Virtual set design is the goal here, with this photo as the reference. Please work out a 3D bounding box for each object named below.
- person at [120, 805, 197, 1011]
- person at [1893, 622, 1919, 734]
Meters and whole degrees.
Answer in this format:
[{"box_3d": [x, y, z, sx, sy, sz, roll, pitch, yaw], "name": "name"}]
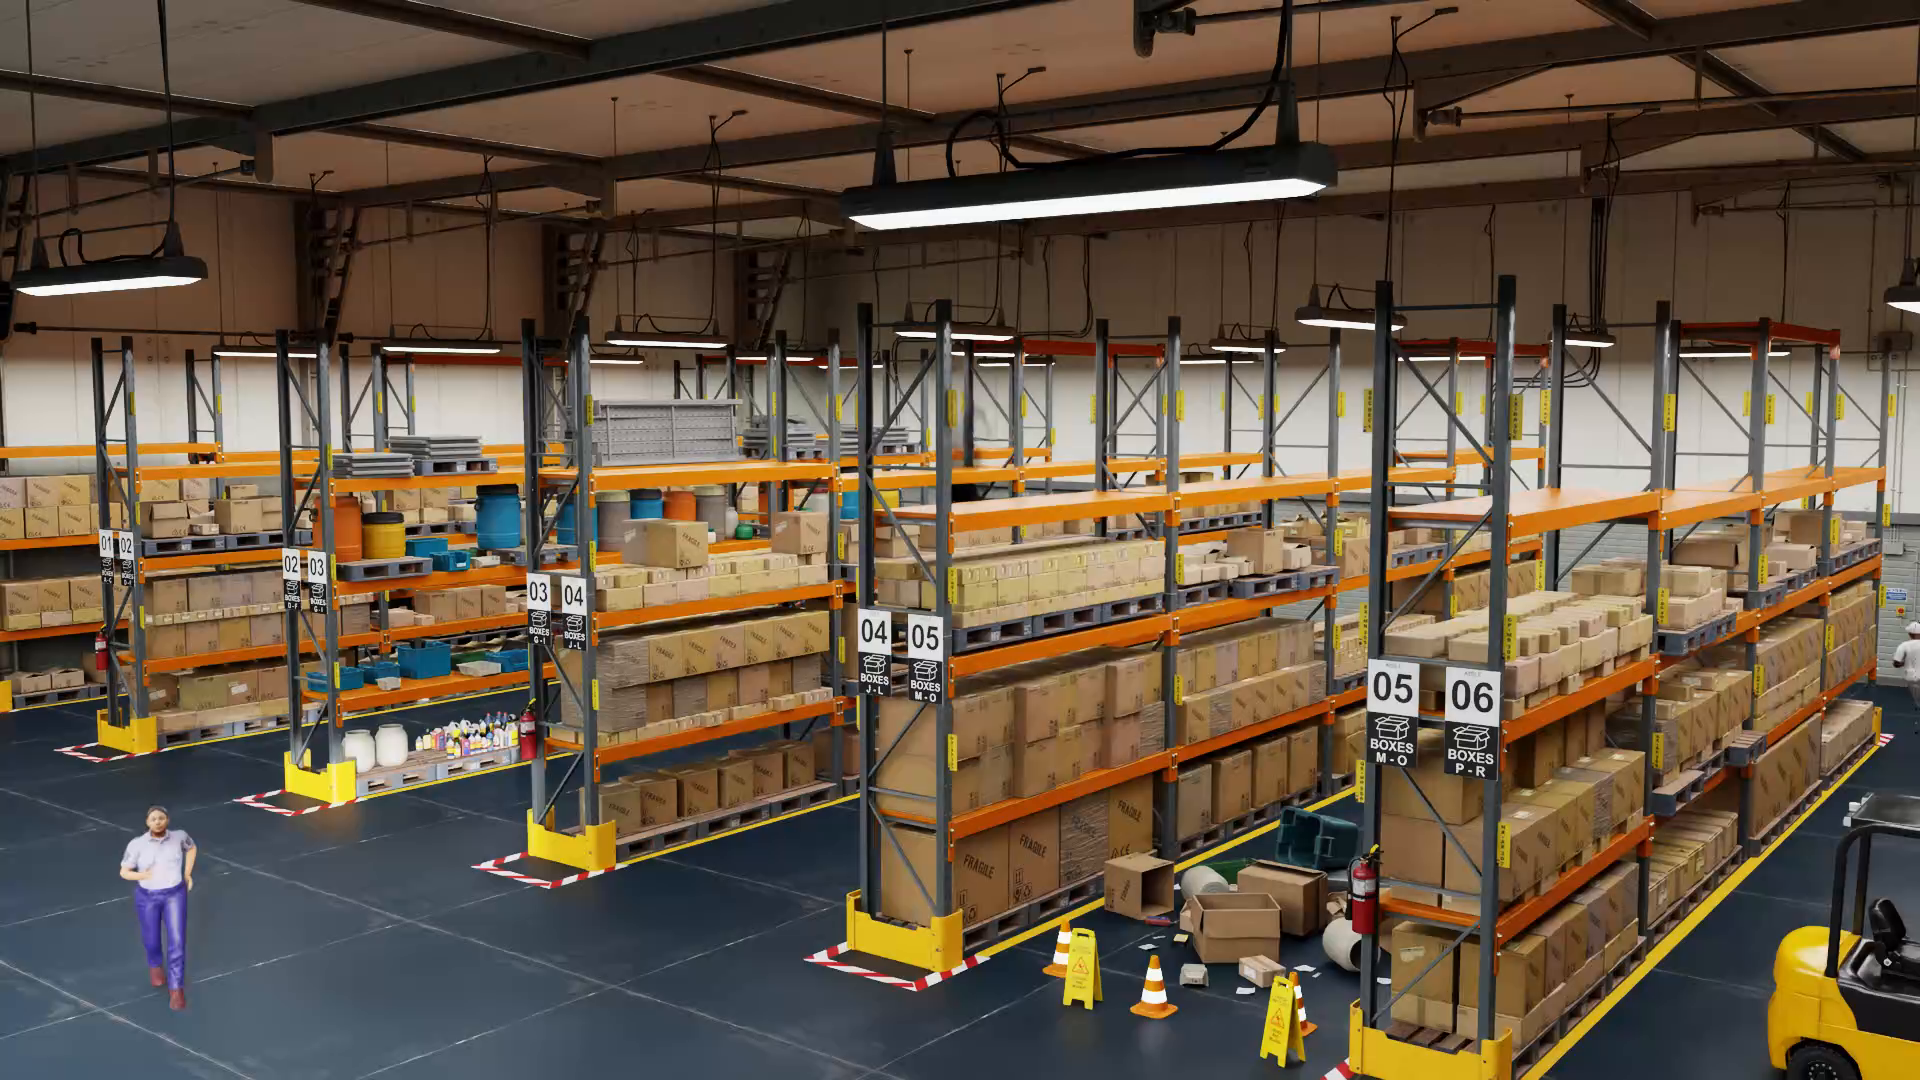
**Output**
[{"box_3d": [-6.829, 3.091, 14.206, 0.598, 1.669, 0.857, -2, 6, -26], "name": "person"}, {"box_3d": [14.405, 2.122, 25.006, 0.695, 1.776, 0.795, 0, 5, 1], "name": "person"}]
